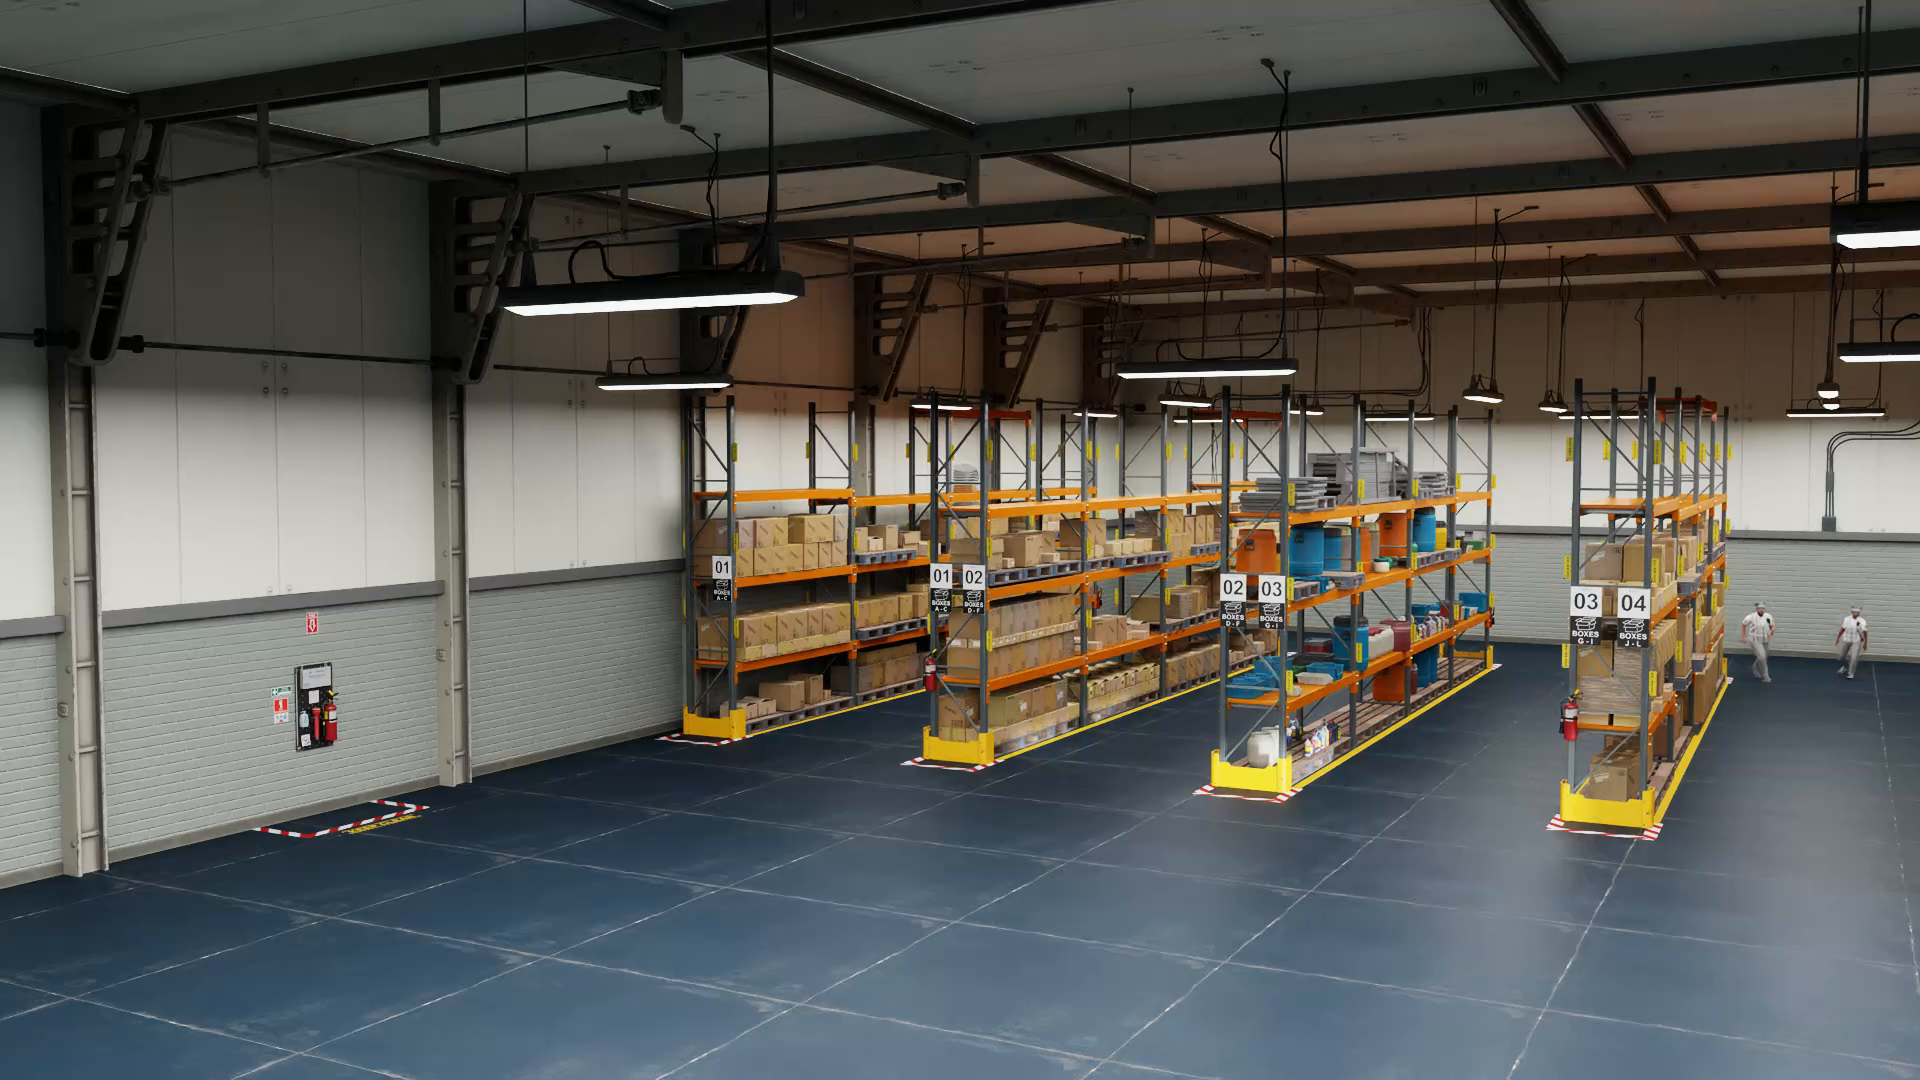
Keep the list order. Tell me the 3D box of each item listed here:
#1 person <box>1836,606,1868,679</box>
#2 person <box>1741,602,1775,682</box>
[{"bbox_3d":[19.819,2.247,36.935,0.656,1.617,0.662,2,4,37],"label":"person"},{"bbox_3d":[17.555,2.219,36.582,0.665,1.754,0.799,0,3,-4],"label":"person"}]
